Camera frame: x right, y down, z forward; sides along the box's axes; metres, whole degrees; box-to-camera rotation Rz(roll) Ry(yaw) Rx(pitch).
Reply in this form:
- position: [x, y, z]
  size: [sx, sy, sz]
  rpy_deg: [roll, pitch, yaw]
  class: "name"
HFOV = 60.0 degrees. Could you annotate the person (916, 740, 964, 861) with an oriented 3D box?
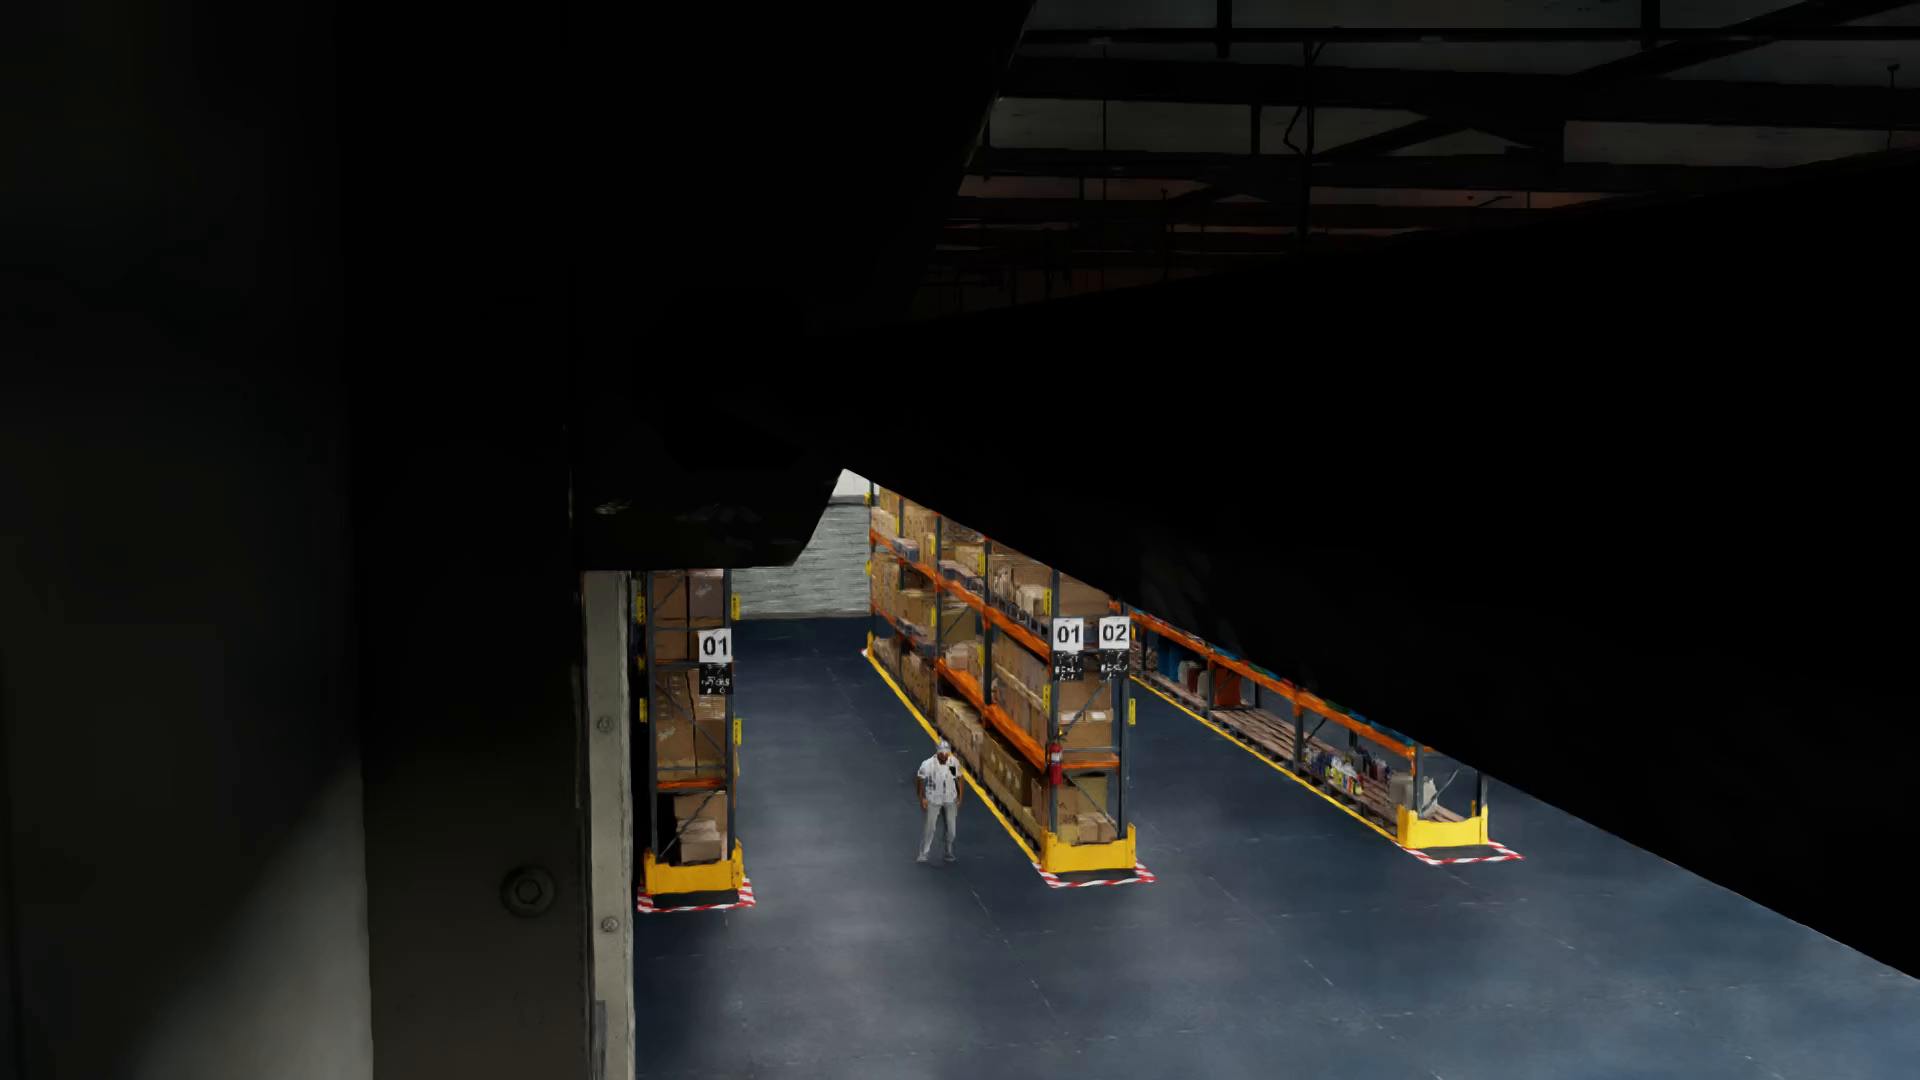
- position: [-0.248, 3.325, 21.226]
  size: [0.625, 1.611, 0.575]
  rpy_deg: [-1, 6, -13]
  class: "person"
